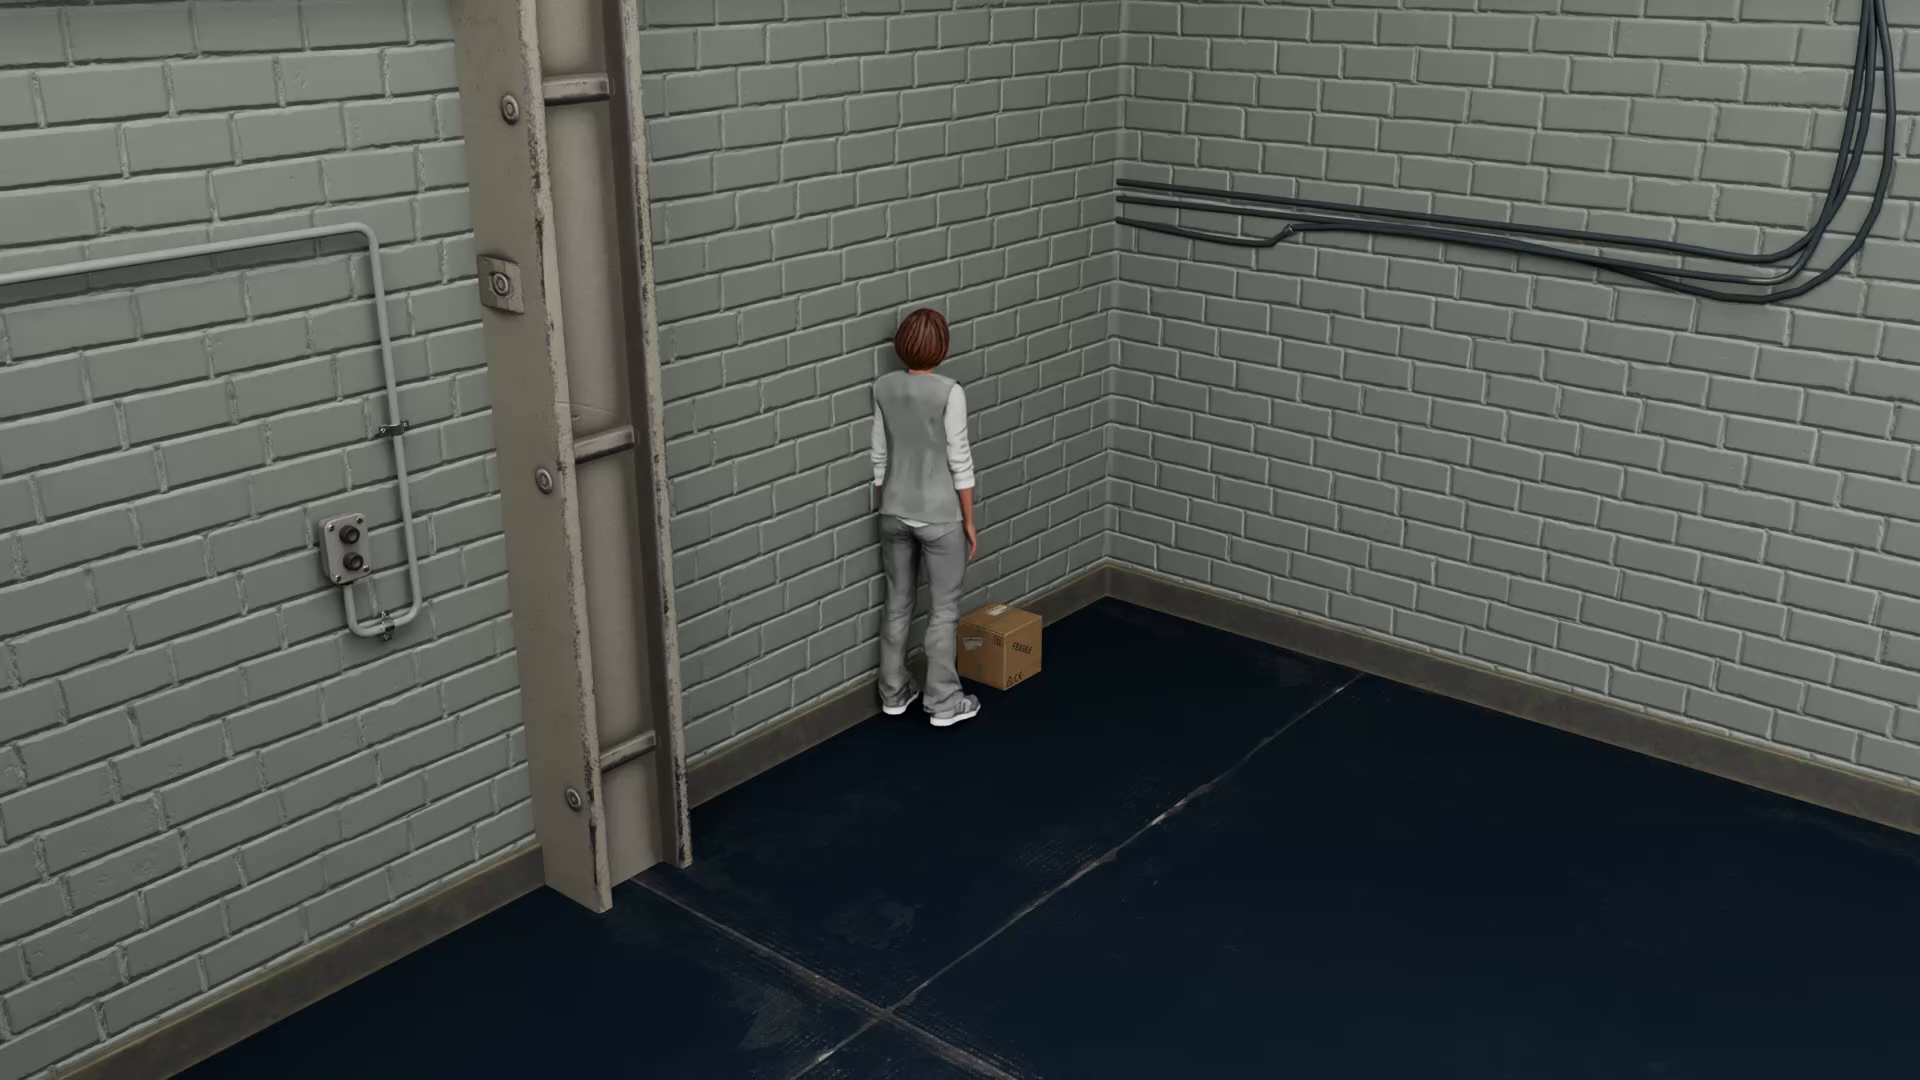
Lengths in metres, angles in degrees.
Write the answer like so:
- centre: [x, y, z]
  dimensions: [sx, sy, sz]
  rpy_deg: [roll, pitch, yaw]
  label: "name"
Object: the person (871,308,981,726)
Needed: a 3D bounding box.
- centre: [-0.129, -0.084, 6.256]
  dimensions: [0.457, 1.599, 0.317]
  rpy_deg: [12, 24, 30]
  label: "person"
